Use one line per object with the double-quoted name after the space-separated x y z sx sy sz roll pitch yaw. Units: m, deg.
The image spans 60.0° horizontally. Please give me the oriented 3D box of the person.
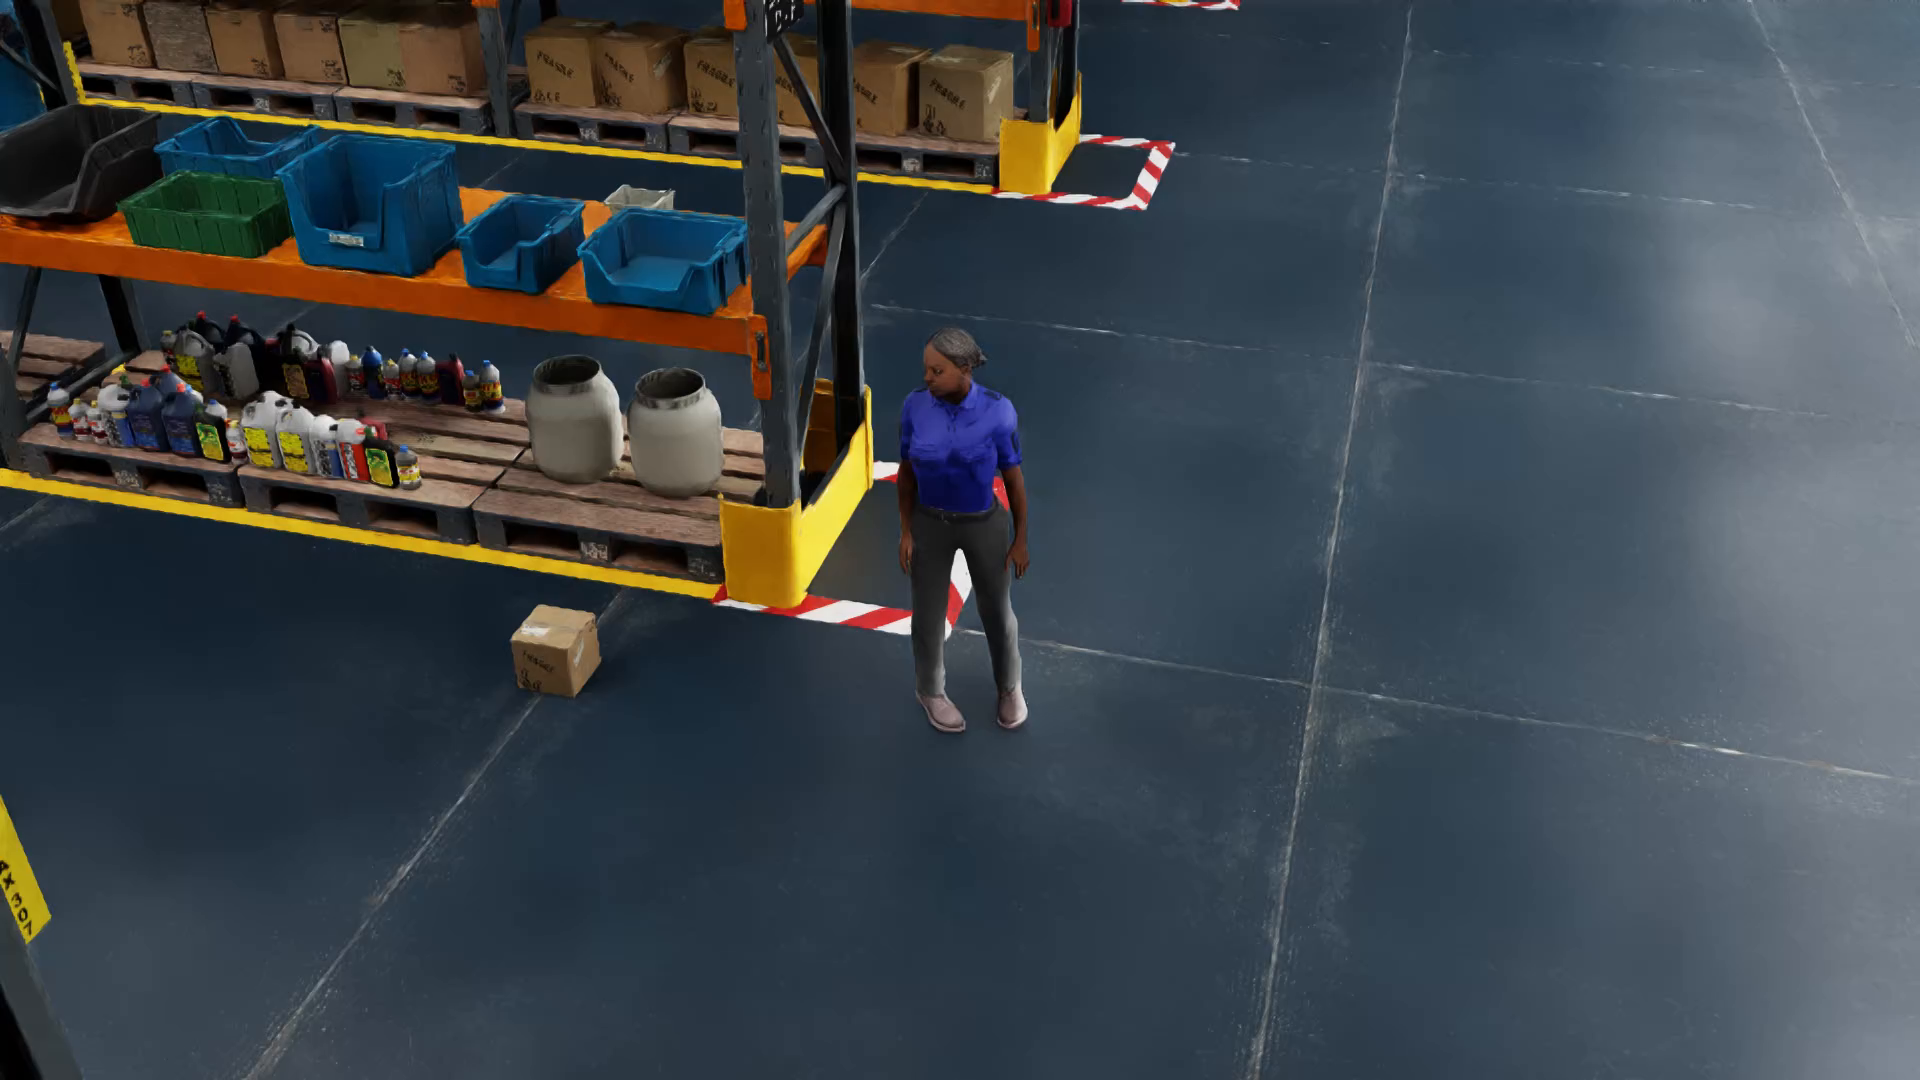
0.018 -0.018 6.166 0.508 1.648 0.338 4 33 6 "person"
